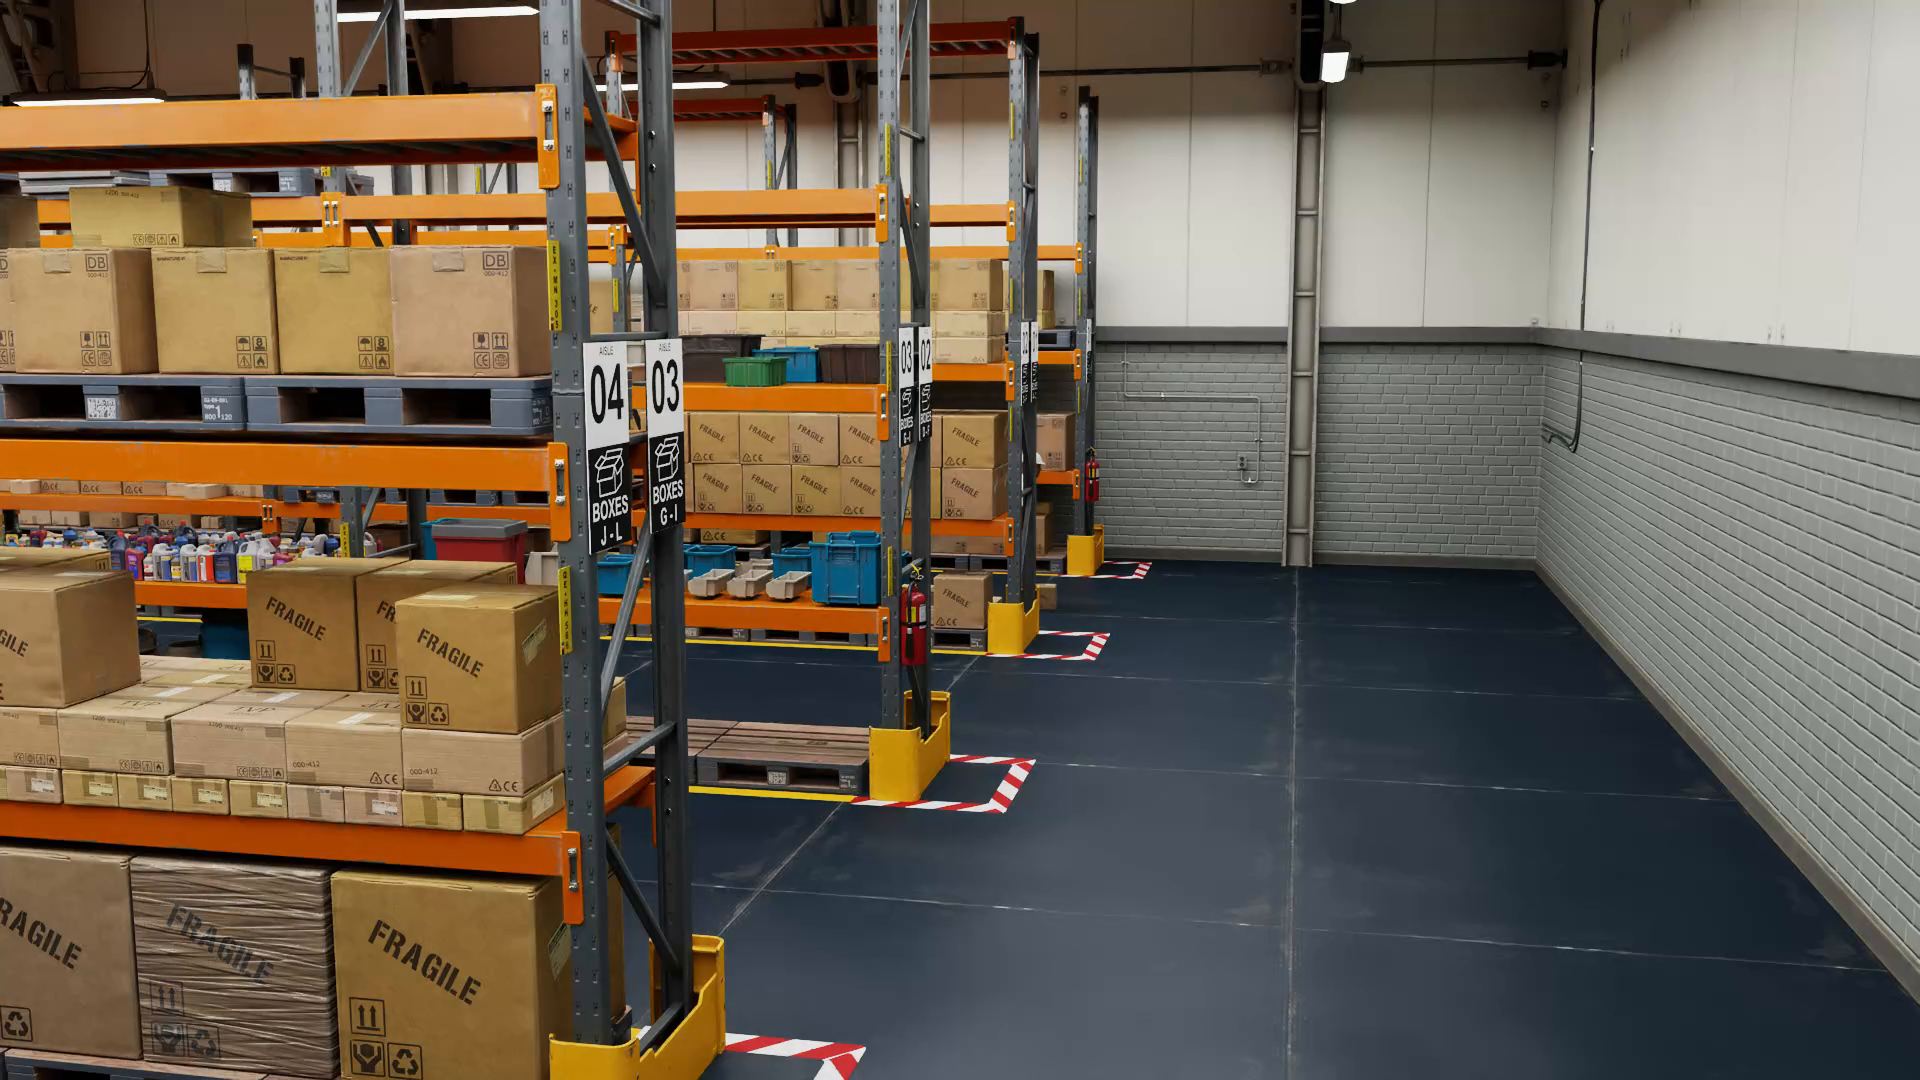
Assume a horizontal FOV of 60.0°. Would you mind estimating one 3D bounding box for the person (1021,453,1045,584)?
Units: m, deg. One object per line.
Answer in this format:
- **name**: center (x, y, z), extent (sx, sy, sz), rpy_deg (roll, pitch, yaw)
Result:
- **person**: center (0.726, -0.117, 18.593), extent (0.462, 1.759, 0.633), rpy_deg (1, 8, 8)
